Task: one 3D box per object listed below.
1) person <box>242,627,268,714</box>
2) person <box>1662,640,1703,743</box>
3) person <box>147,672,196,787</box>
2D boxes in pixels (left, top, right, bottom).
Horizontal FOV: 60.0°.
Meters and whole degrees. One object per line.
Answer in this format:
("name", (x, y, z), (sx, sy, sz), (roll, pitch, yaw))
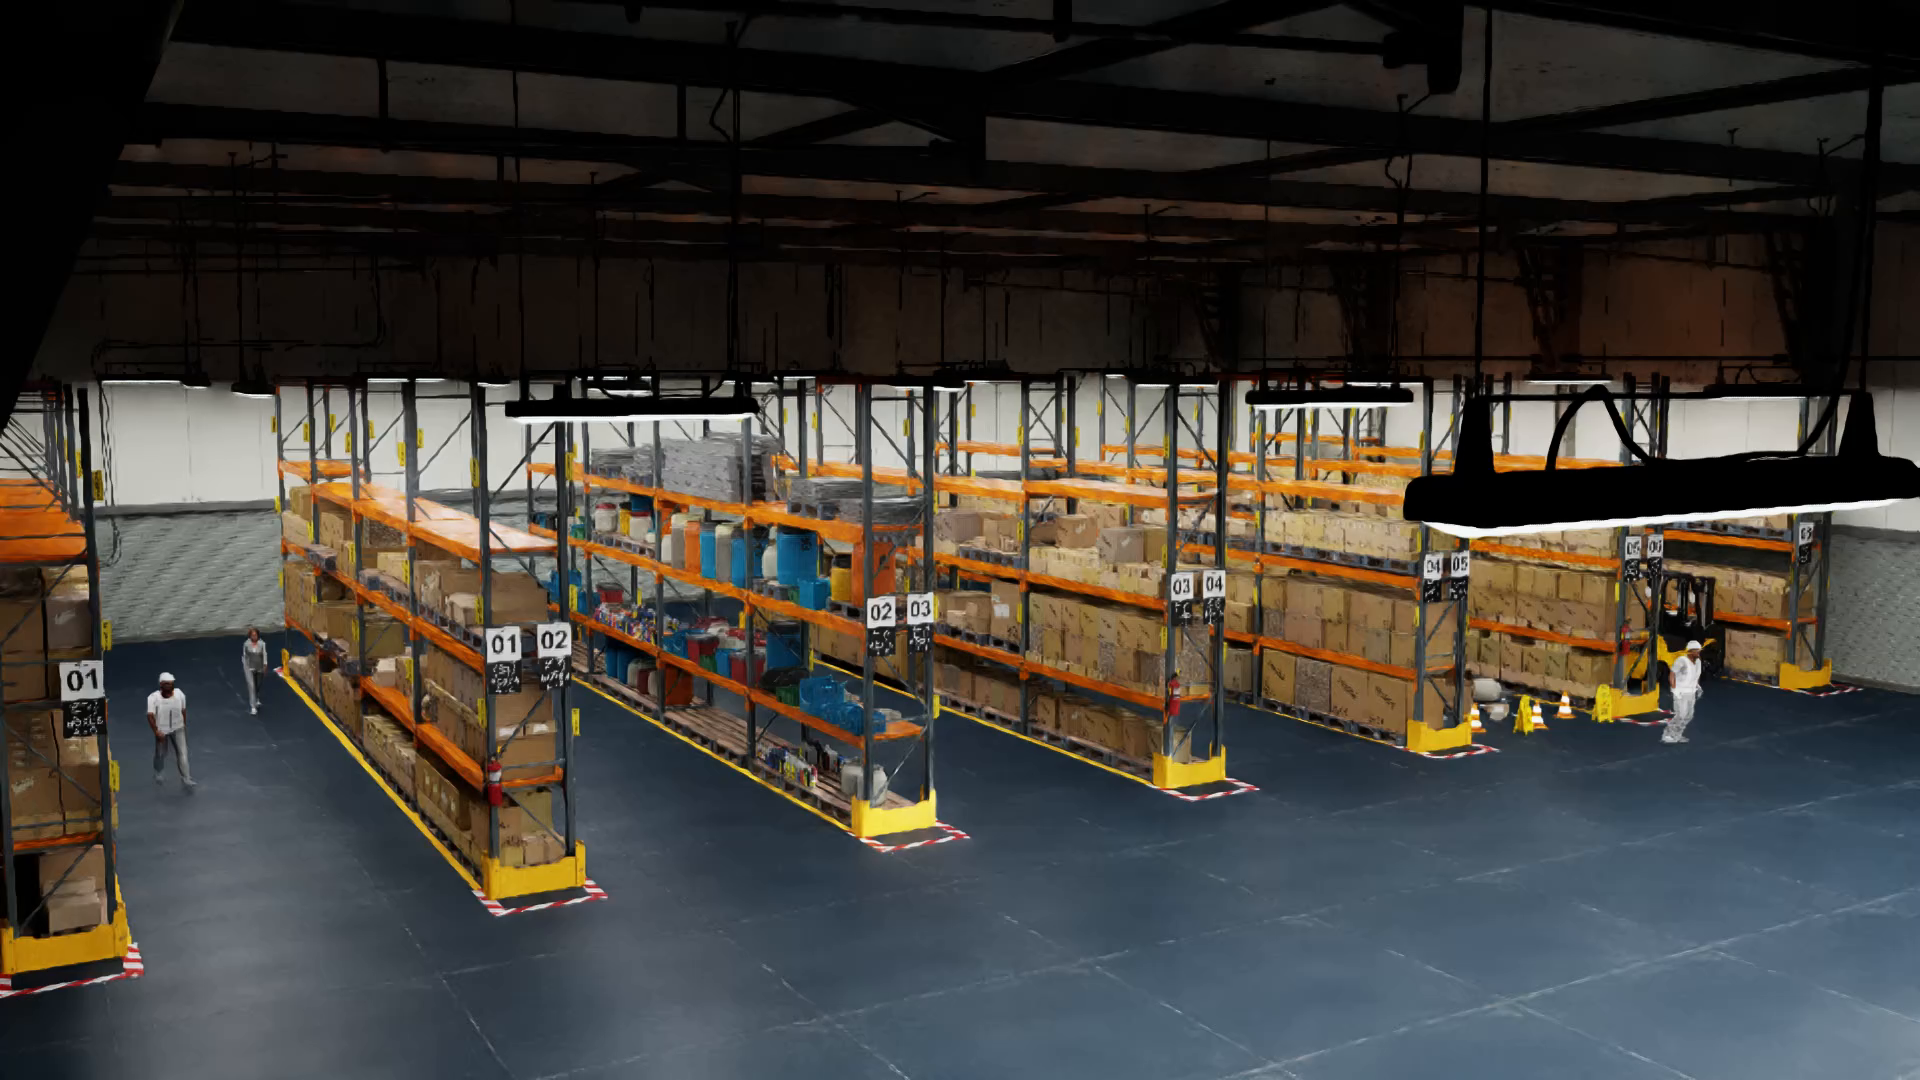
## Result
("person", (-12.636, 2.308, 29.837), (0.415, 1.504, 1.041), (-4, 7, -32))
("person", (11.910, 2.491, 27.318), (0.702, 1.735, 0.549), (-4, 7, -32))
("person", (-11.691, 2.790, 24.555), (0.571, 1.708, 1.035), (-5, 8, -38))
